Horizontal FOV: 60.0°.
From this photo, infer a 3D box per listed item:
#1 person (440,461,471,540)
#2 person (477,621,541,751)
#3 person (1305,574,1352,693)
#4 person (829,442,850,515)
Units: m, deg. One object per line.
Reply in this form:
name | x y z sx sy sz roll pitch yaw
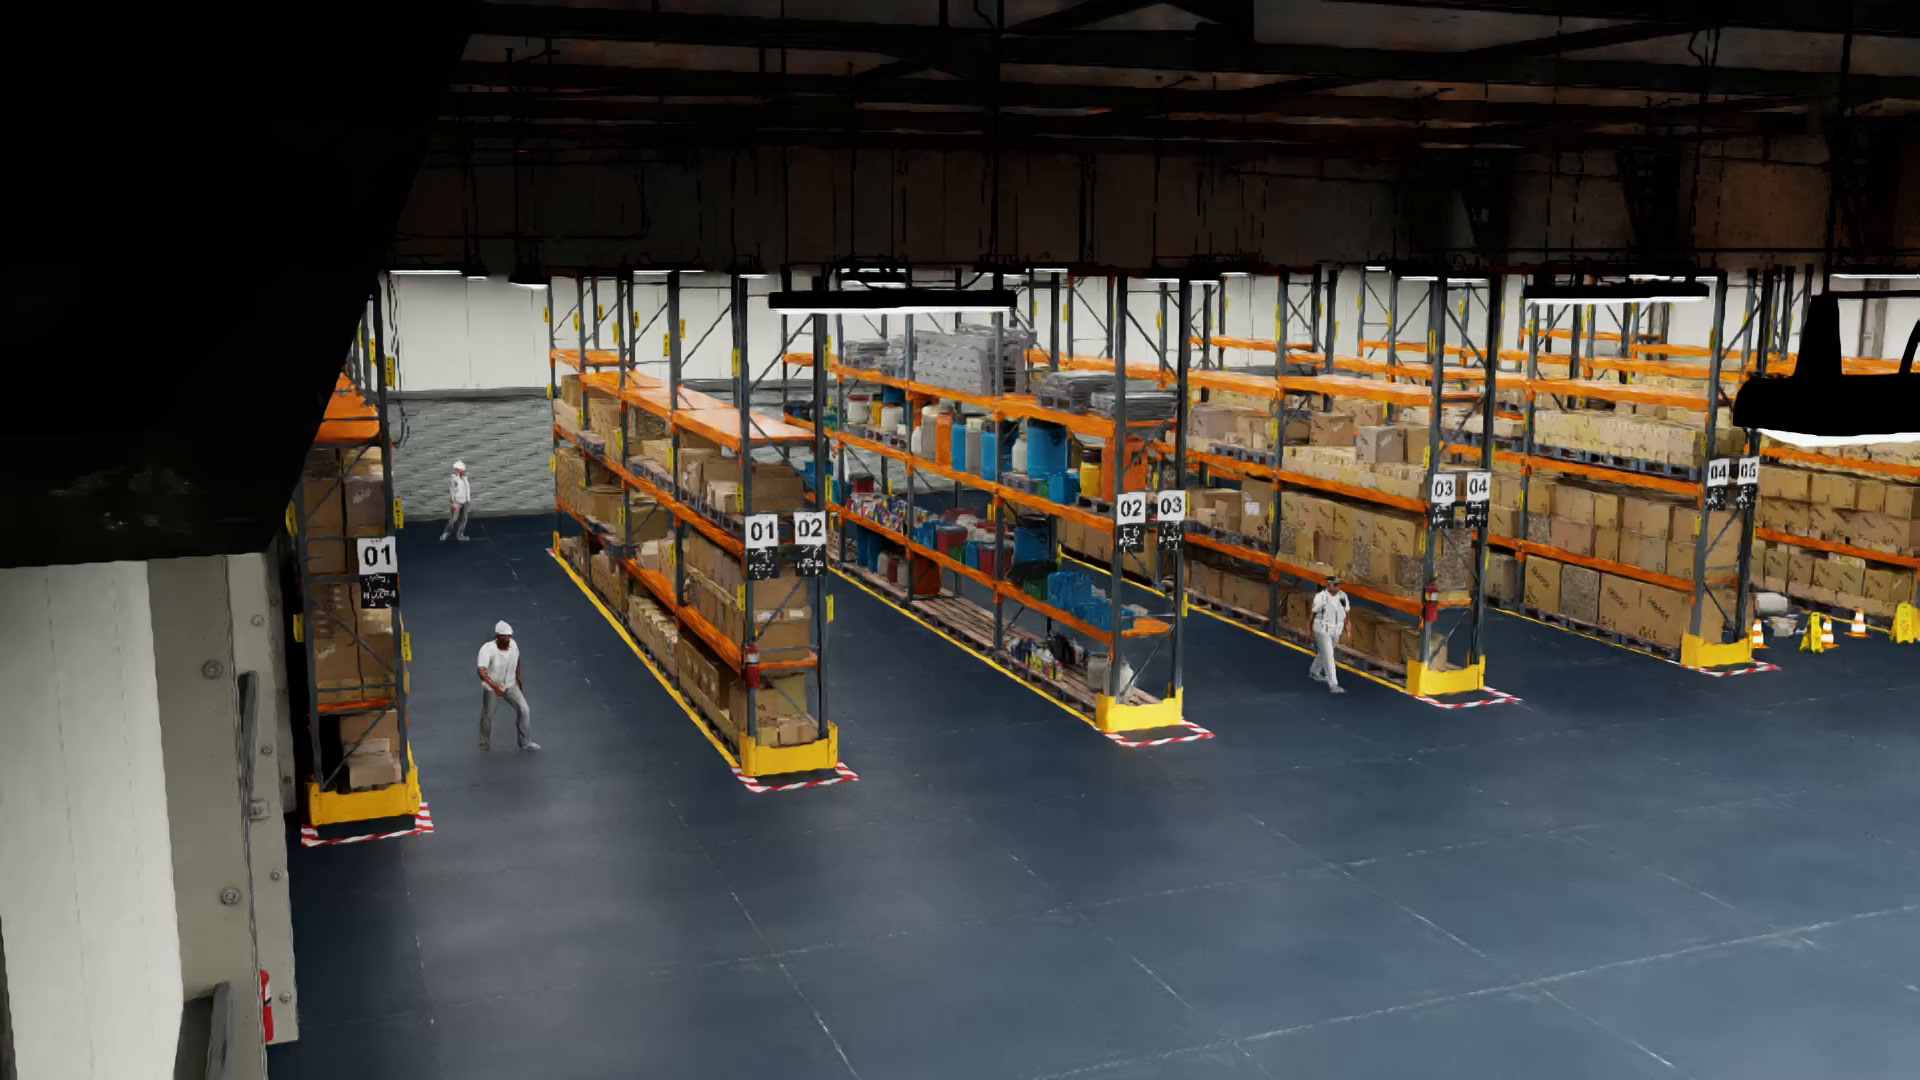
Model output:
person | -11.071 -0.849 36.426 0.521 1.763 0.716 5 11 26
person | -5.811 1.850 21.086 0.704 1.710 0.751 -9 13 -42
person | 5.393 1.309 24.171 0.554 1.712 1.040 -4 11 -22
person | -2.923 -1.495 40.130 0.620 1.766 0.616 2 10 13
